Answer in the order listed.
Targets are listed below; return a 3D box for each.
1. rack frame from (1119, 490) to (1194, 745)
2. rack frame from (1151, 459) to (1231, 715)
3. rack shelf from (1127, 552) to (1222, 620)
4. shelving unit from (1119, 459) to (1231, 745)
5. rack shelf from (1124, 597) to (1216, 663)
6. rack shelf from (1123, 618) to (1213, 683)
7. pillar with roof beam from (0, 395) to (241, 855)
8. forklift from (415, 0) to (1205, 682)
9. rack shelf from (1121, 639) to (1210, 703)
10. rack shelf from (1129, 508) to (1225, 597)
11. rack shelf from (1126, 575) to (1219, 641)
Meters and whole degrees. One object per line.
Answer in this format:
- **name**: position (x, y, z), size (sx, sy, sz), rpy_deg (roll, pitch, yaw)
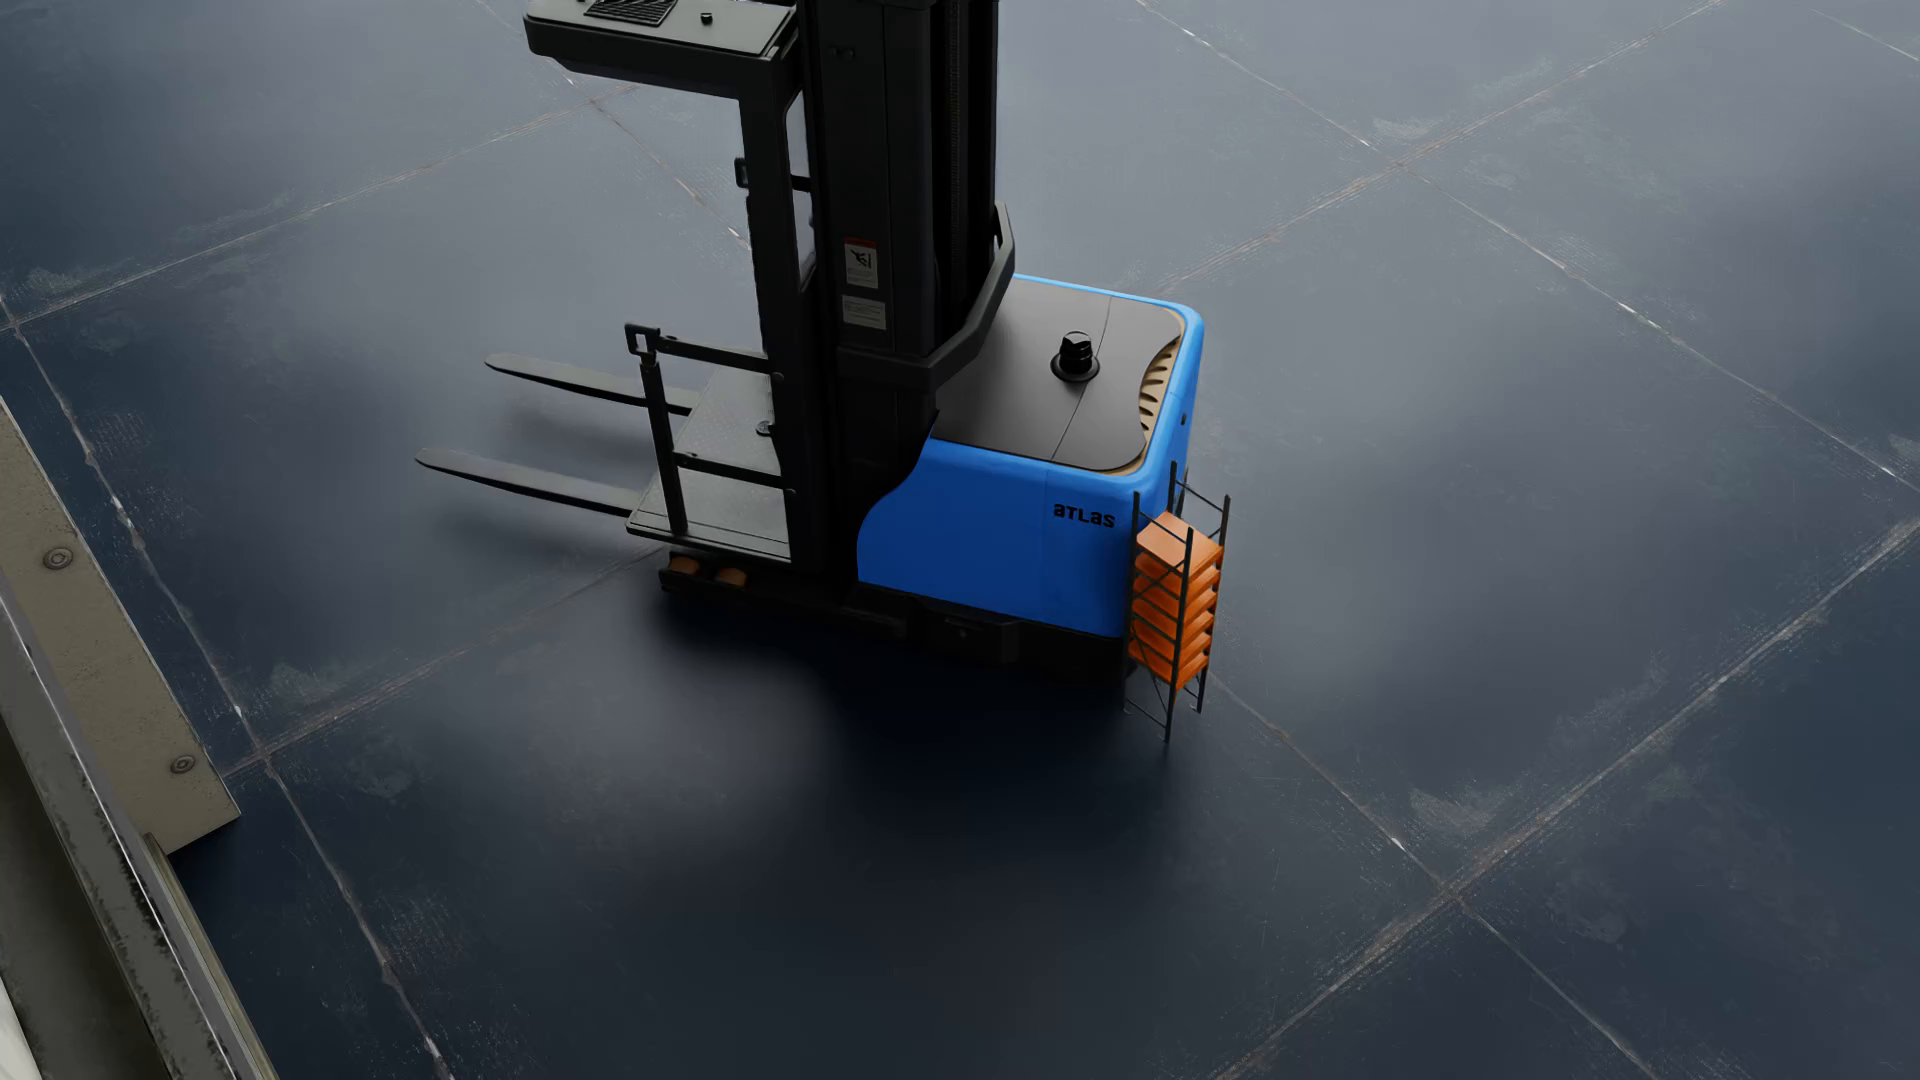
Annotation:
- **rack frame**: position (0.658, 0.295, 5.672), size (0.240, 1.200, 0.006), rpy_deg (36, 60, 28)
- **rack frame**: position (0.787, 0.193, 5.753), size (0.240, 1.200, 0.006), rpy_deg (36, 60, 28)
- **rack shelf**: position (0.716, 0.117, 5.564), size (0.258, 0.103, 0.180), rpy_deg (36, 60, 28)
- **shelving unit**: position (0.723, 0.244, 5.712), size (0.258, 1.200, 0.189), rpy_deg (36, 60, 28)
- **rack shelf**: position (0.724, 0.273, 5.746), size (0.258, 0.103, 0.180), rpy_deg (36, 60, 28)
- **rack shelf**: position (0.728, 0.351, 5.837), size (0.258, 0.103, 0.180), rpy_deg (36, 60, 28)
- **pillar with roof beam**: position (0.648, -4.032, 4.330), size (9.100, 9.000, 0.400), rpy_deg (-29, 54, -24)
- **forklift**: position (-0.668, -1.082, 5.751), size (3.031, 2.935, 1.130), rpy_deg (12, 49, 11)
- **rack shelf**: position (0.732, 0.429, 5.929), size (0.258, 0.103, 0.180), rpy_deg (36, 60, 28)
- **rack shelf**: position (0.713, 0.039, 5.472), size (0.258, 0.103, 0.180), rpy_deg (36, 60, 28)
- **rack shelf**: position (0.720, 0.195, 5.655), size (0.258, 0.103, 0.180), rpy_deg (36, 60, 28)
